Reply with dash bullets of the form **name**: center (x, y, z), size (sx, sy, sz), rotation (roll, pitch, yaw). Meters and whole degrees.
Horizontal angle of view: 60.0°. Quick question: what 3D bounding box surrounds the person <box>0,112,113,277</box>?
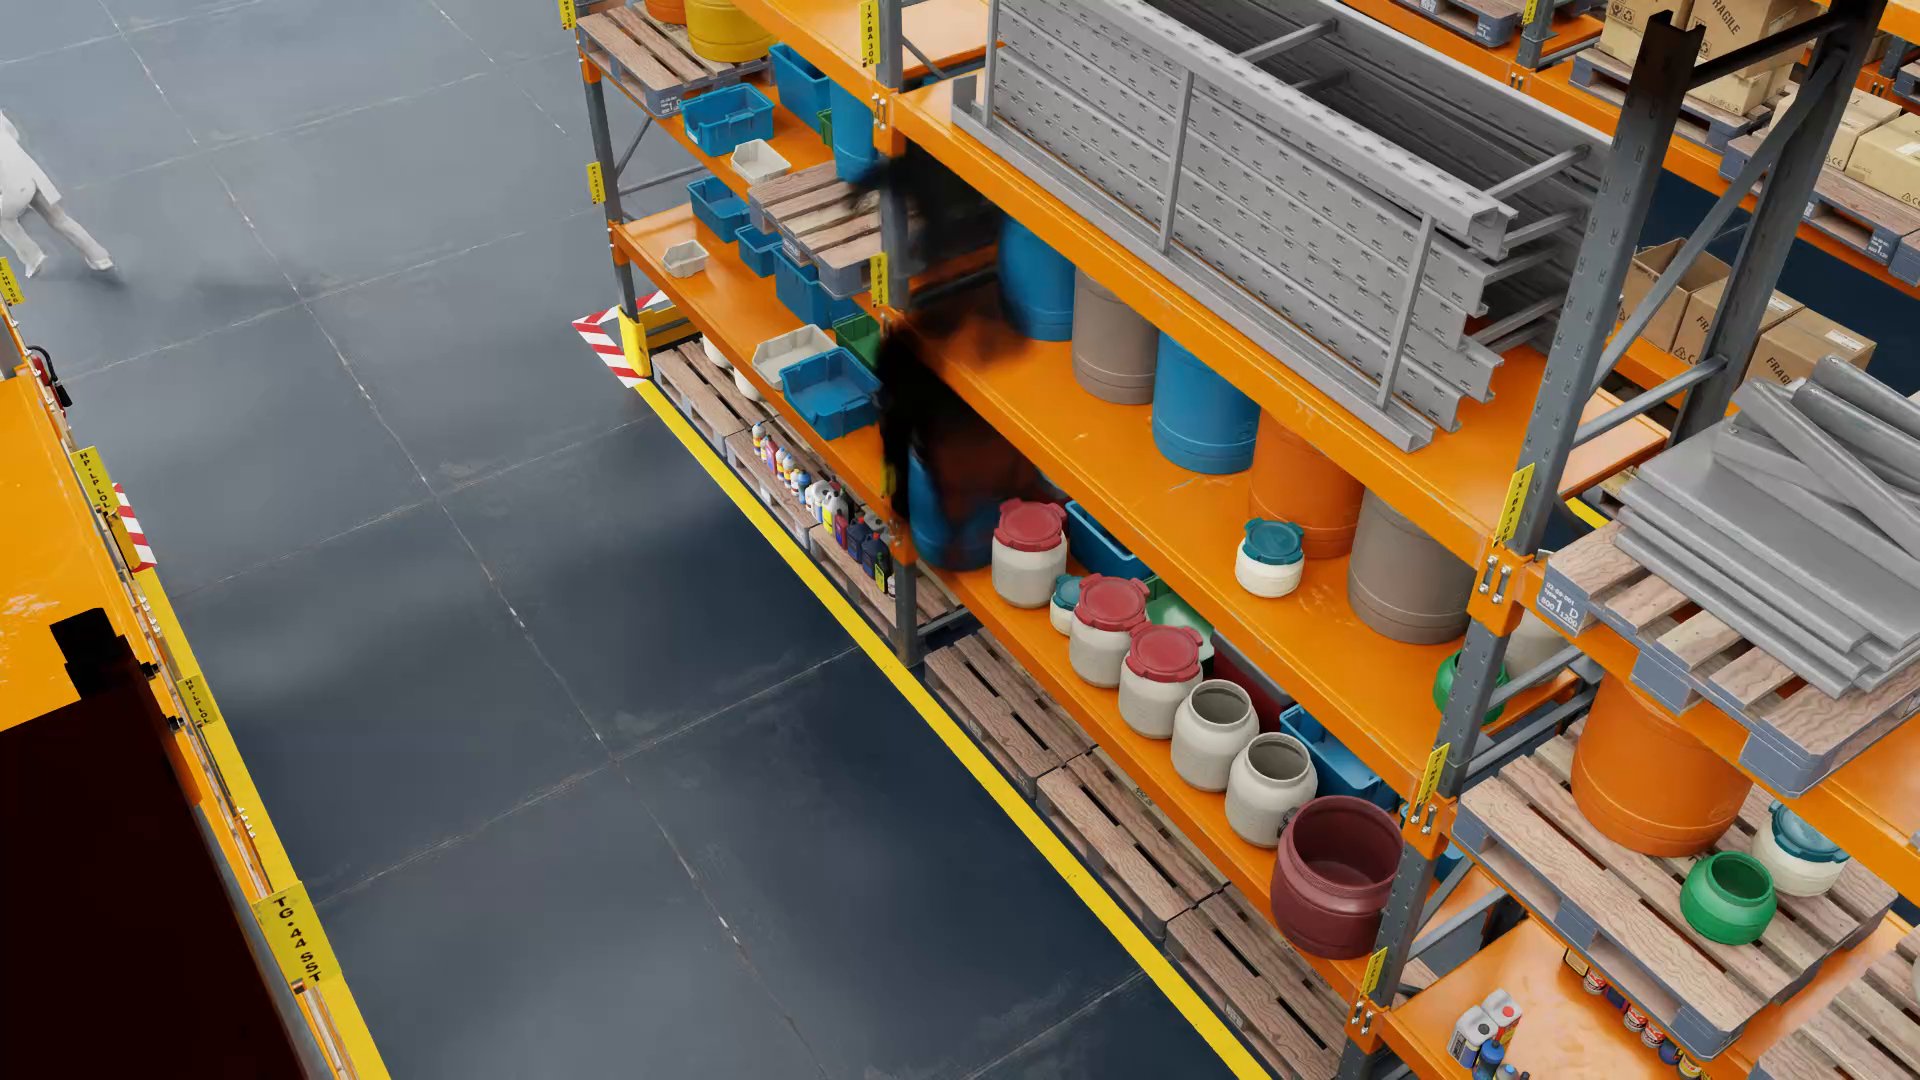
- **person**: center (-7.691, -2.853, 13.672), size (1.073, 1.731, 0.746), rotation (7, 43, 8)
